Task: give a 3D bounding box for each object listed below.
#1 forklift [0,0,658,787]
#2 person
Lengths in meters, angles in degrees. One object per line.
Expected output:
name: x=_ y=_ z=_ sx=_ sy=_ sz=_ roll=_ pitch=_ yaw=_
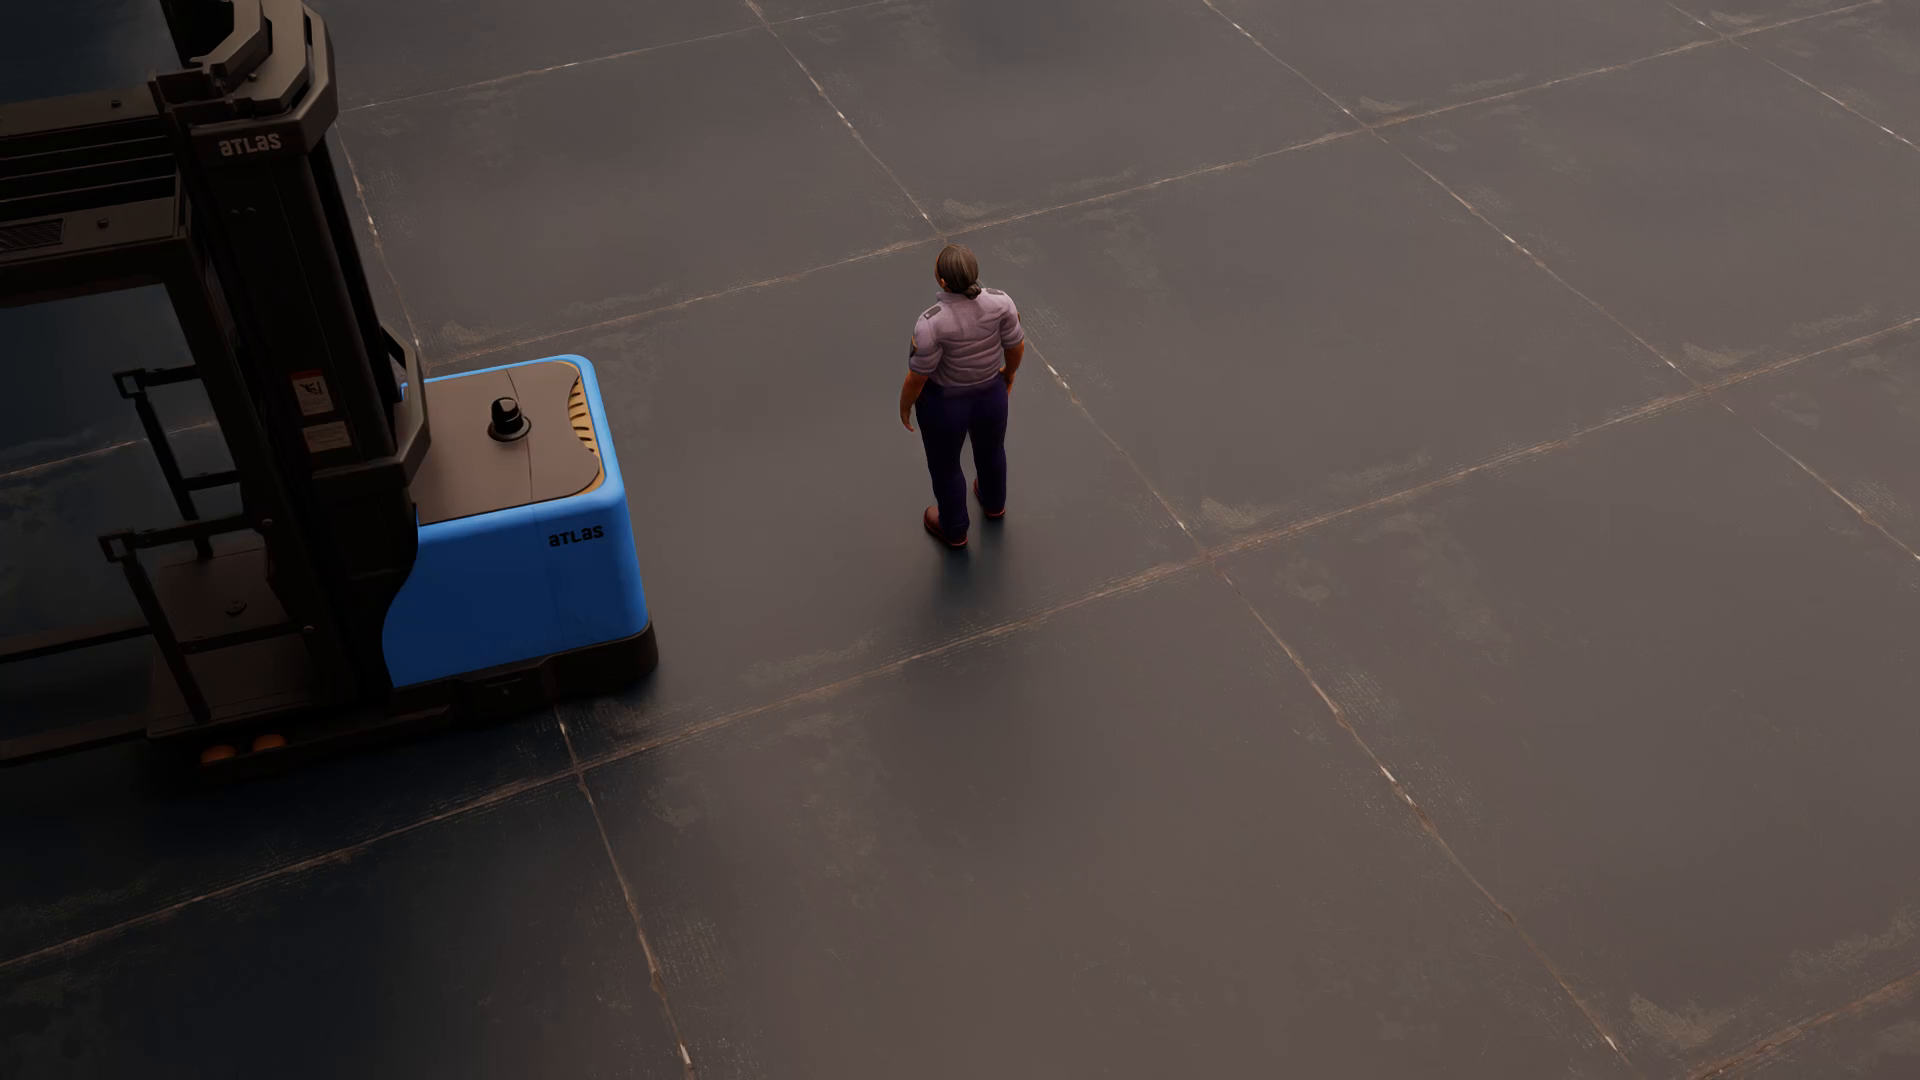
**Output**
forklift: x=-2.877 y=-0.484 z=6.198 sx=3.031 sy=2.935 sz=1.130 roll=-12 pitch=44 yaw=-13
person: x=-0.017 y=-0.670 z=7.329 sx=0.598 sy=1.651 sz=0.502 roll=-18 pitch=46 yaw=-18
